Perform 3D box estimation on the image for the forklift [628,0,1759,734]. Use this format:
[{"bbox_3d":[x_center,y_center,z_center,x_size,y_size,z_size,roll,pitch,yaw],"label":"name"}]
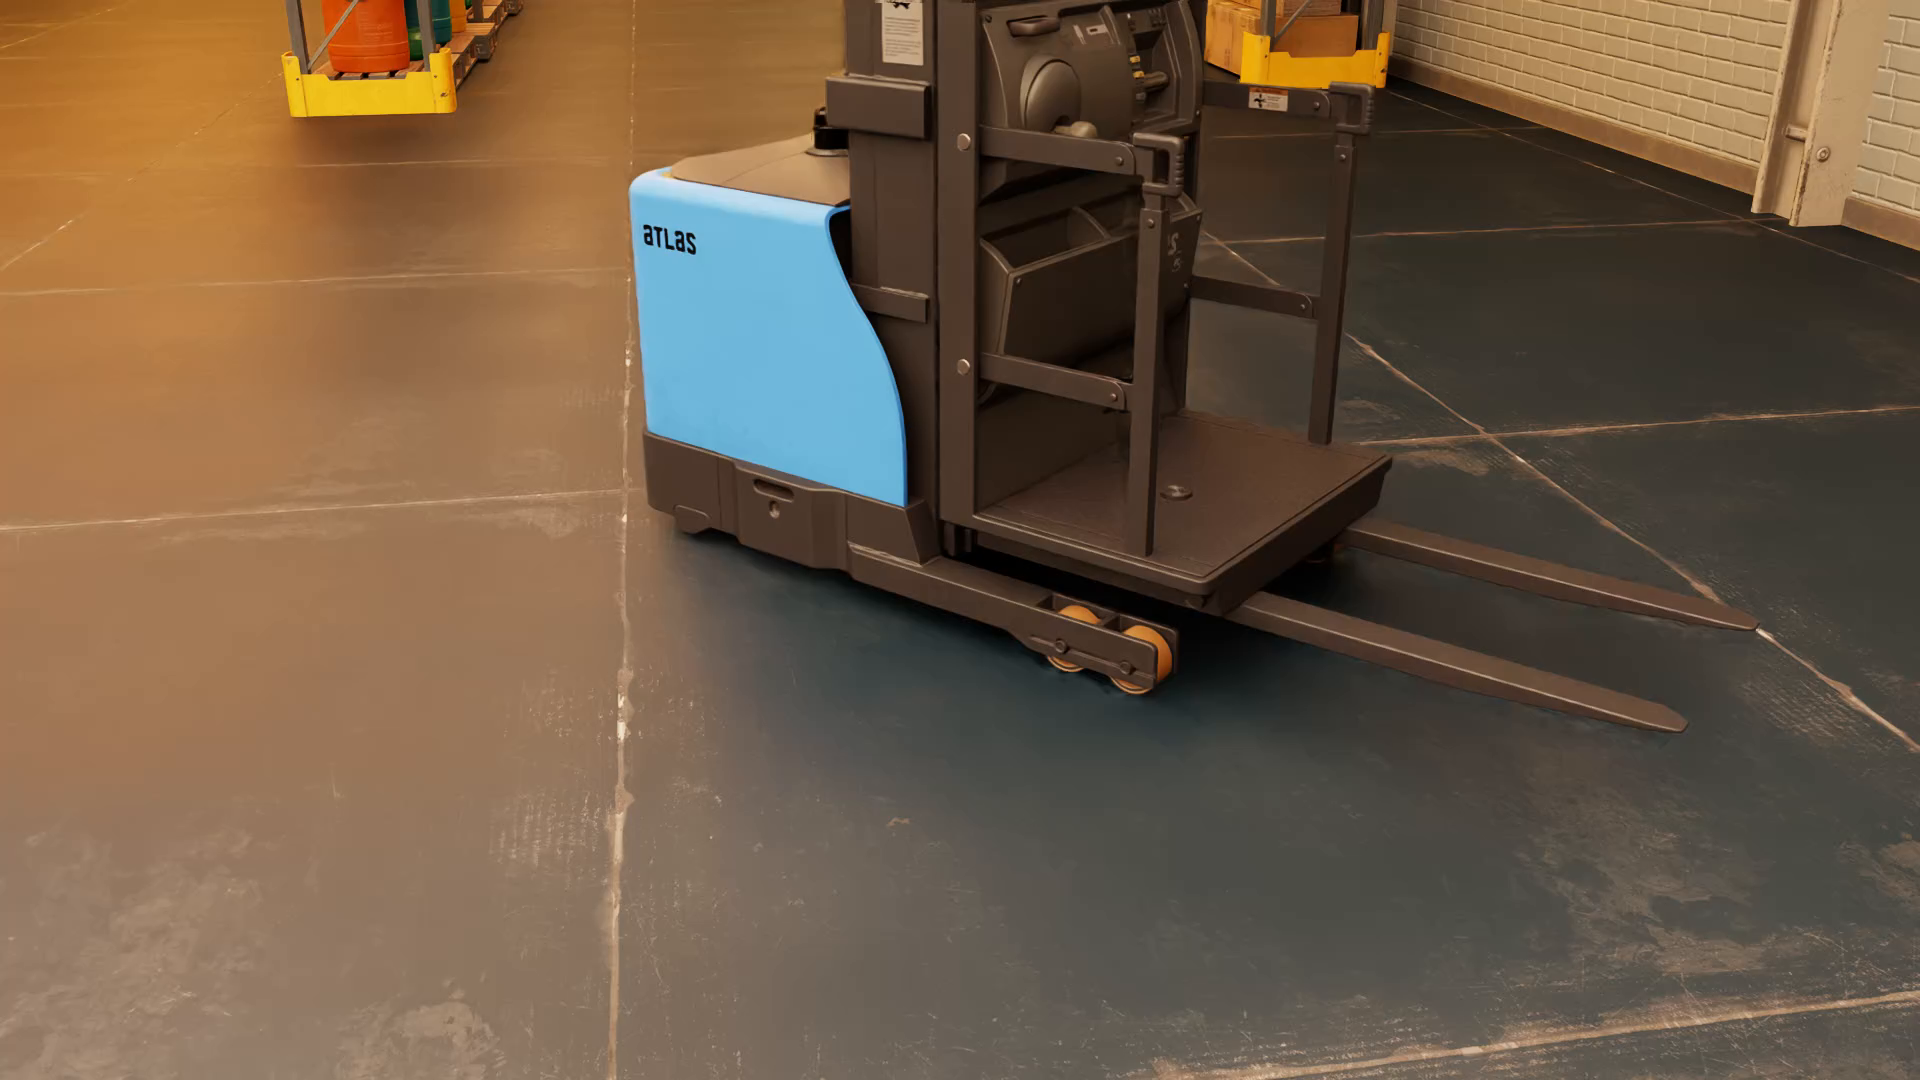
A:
[{"bbox_3d":[0.519,-1.201,4.110,3.031,2.935,1.130,17,28,34],"label":"forklift"}]
